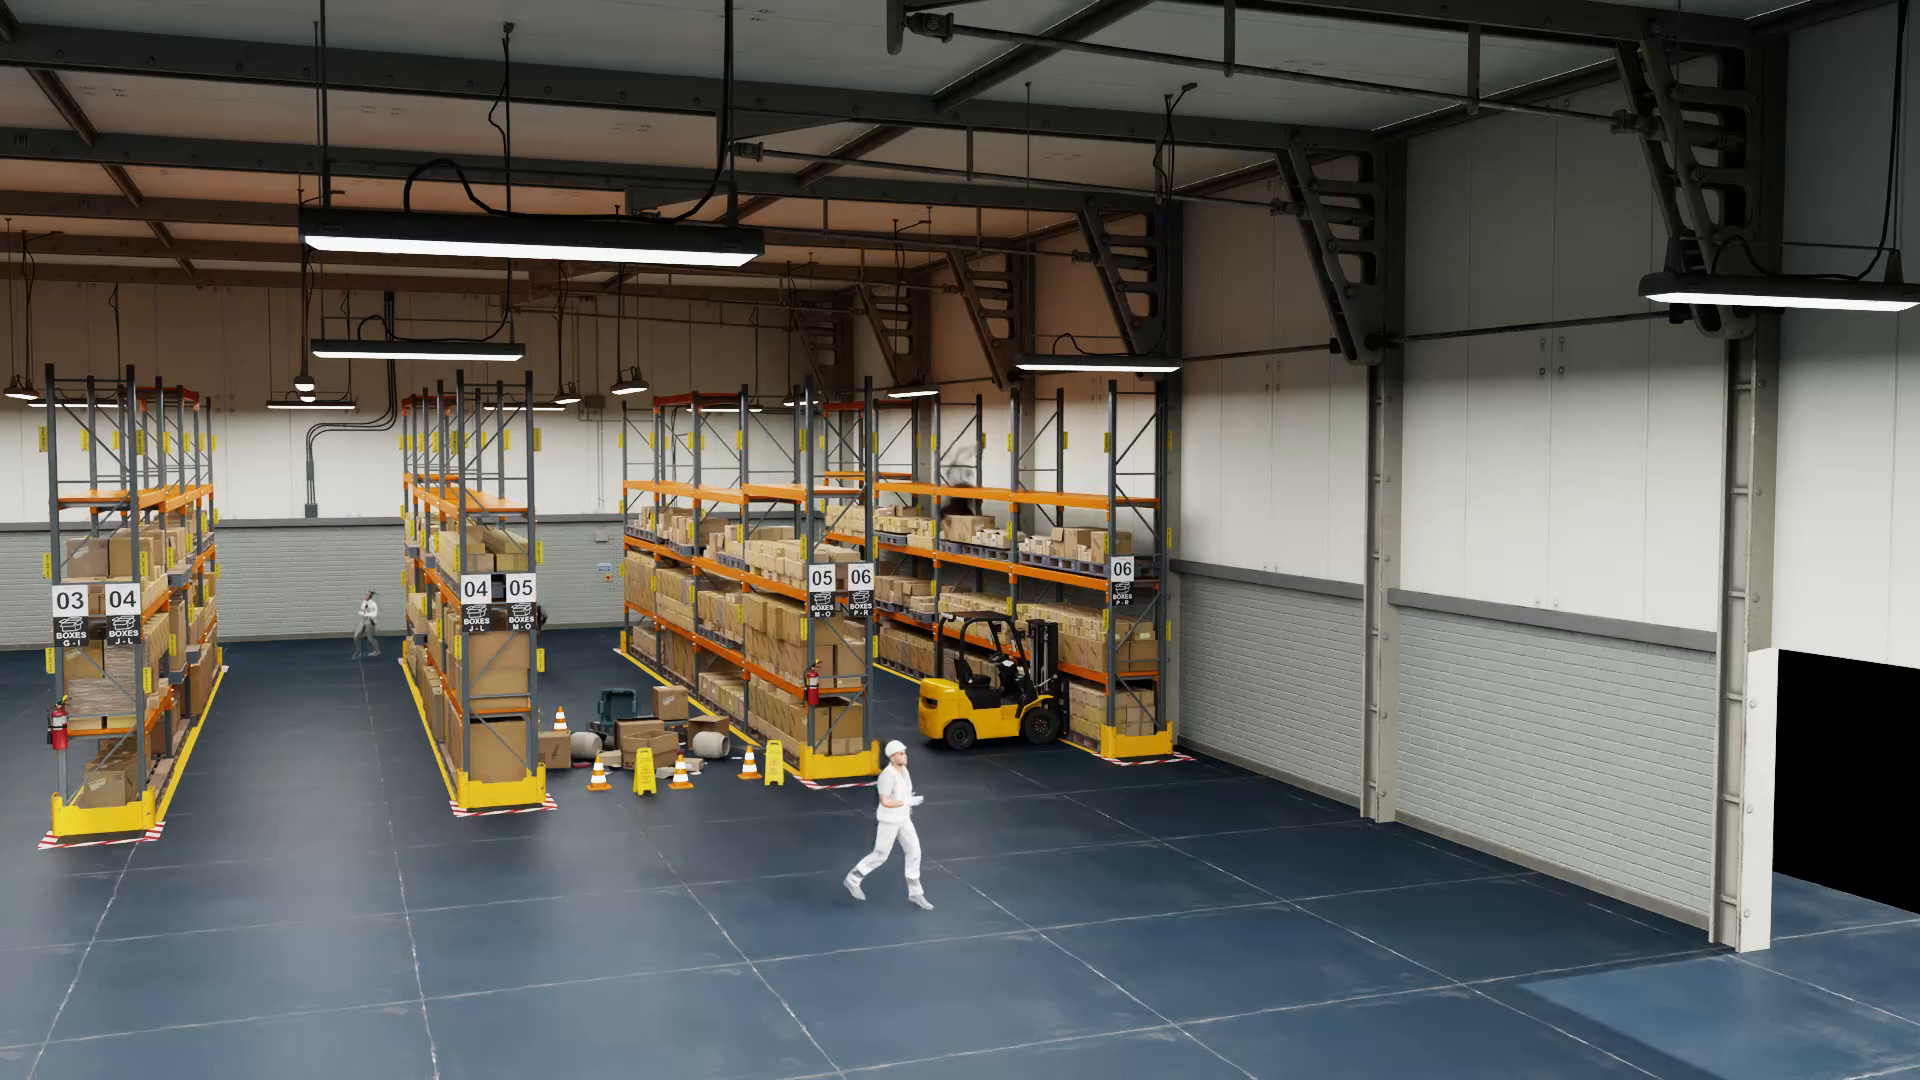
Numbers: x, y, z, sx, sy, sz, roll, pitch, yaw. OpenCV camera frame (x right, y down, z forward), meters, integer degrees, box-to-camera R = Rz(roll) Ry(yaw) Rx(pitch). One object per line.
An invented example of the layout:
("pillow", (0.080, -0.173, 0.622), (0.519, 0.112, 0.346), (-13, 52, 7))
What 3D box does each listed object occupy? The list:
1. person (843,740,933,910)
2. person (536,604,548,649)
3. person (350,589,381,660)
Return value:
("person", (-0.756, 3.053, 17.935), (0.980, 1.814, 0.673), (2, 4, 26))
("person", (-9.506, 2.013, 36.873), (0.657, 1.672, 0.582), (-2, 4, -35))
("person", (-13.626, 1.953, 38.373), (0.718, 1.685, 0.671), (2, 4, 34))
